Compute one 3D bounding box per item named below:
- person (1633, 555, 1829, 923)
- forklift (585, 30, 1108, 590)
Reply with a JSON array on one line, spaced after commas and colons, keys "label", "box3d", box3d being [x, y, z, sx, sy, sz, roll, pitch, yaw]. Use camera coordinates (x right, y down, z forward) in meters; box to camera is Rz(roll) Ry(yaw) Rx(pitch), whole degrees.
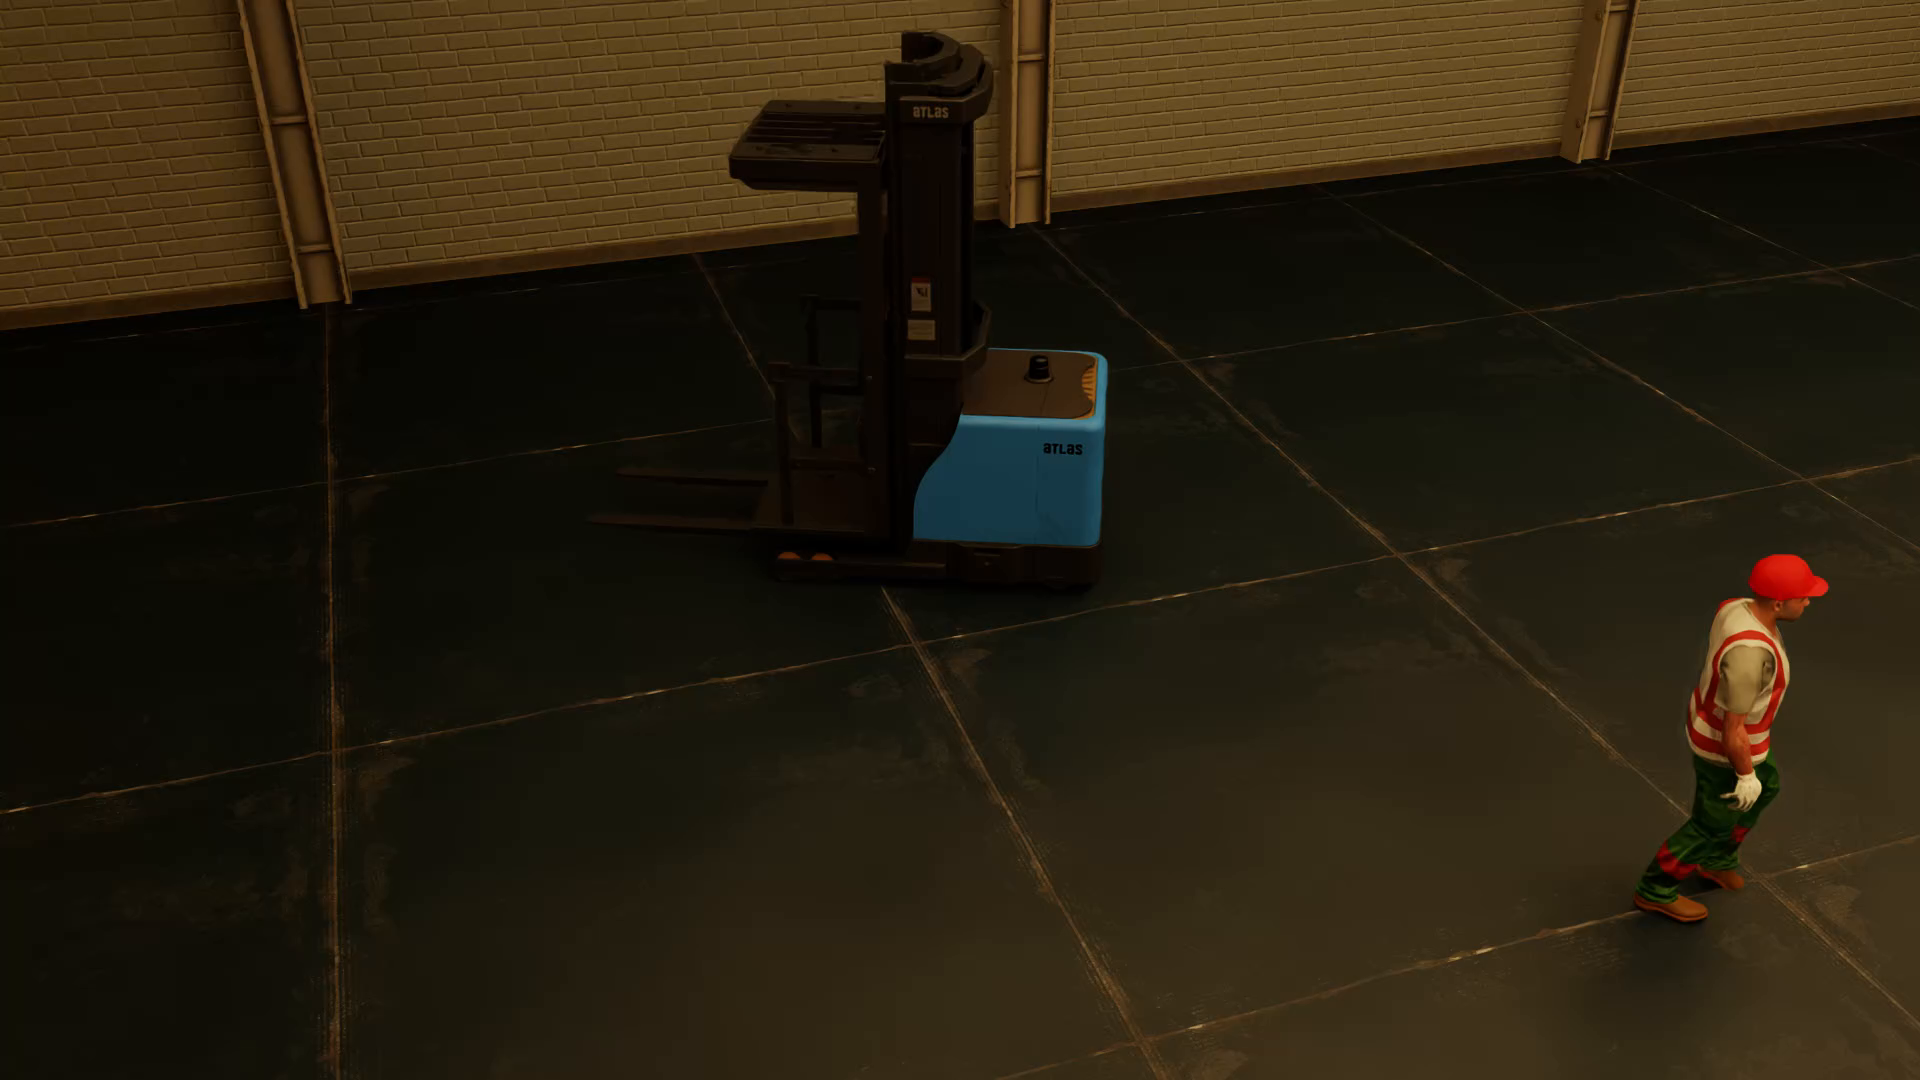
[{"label": "person", "box3d": [3.198, 0.853, 6.834, 0.506, 1.824, 0.647, 10, 31, 17]}, {"label": "forklift", "box3d": [-0.668, -1.283, 9.317, 3.031, 2.935, 1.130, 3, 30, 5]}]
